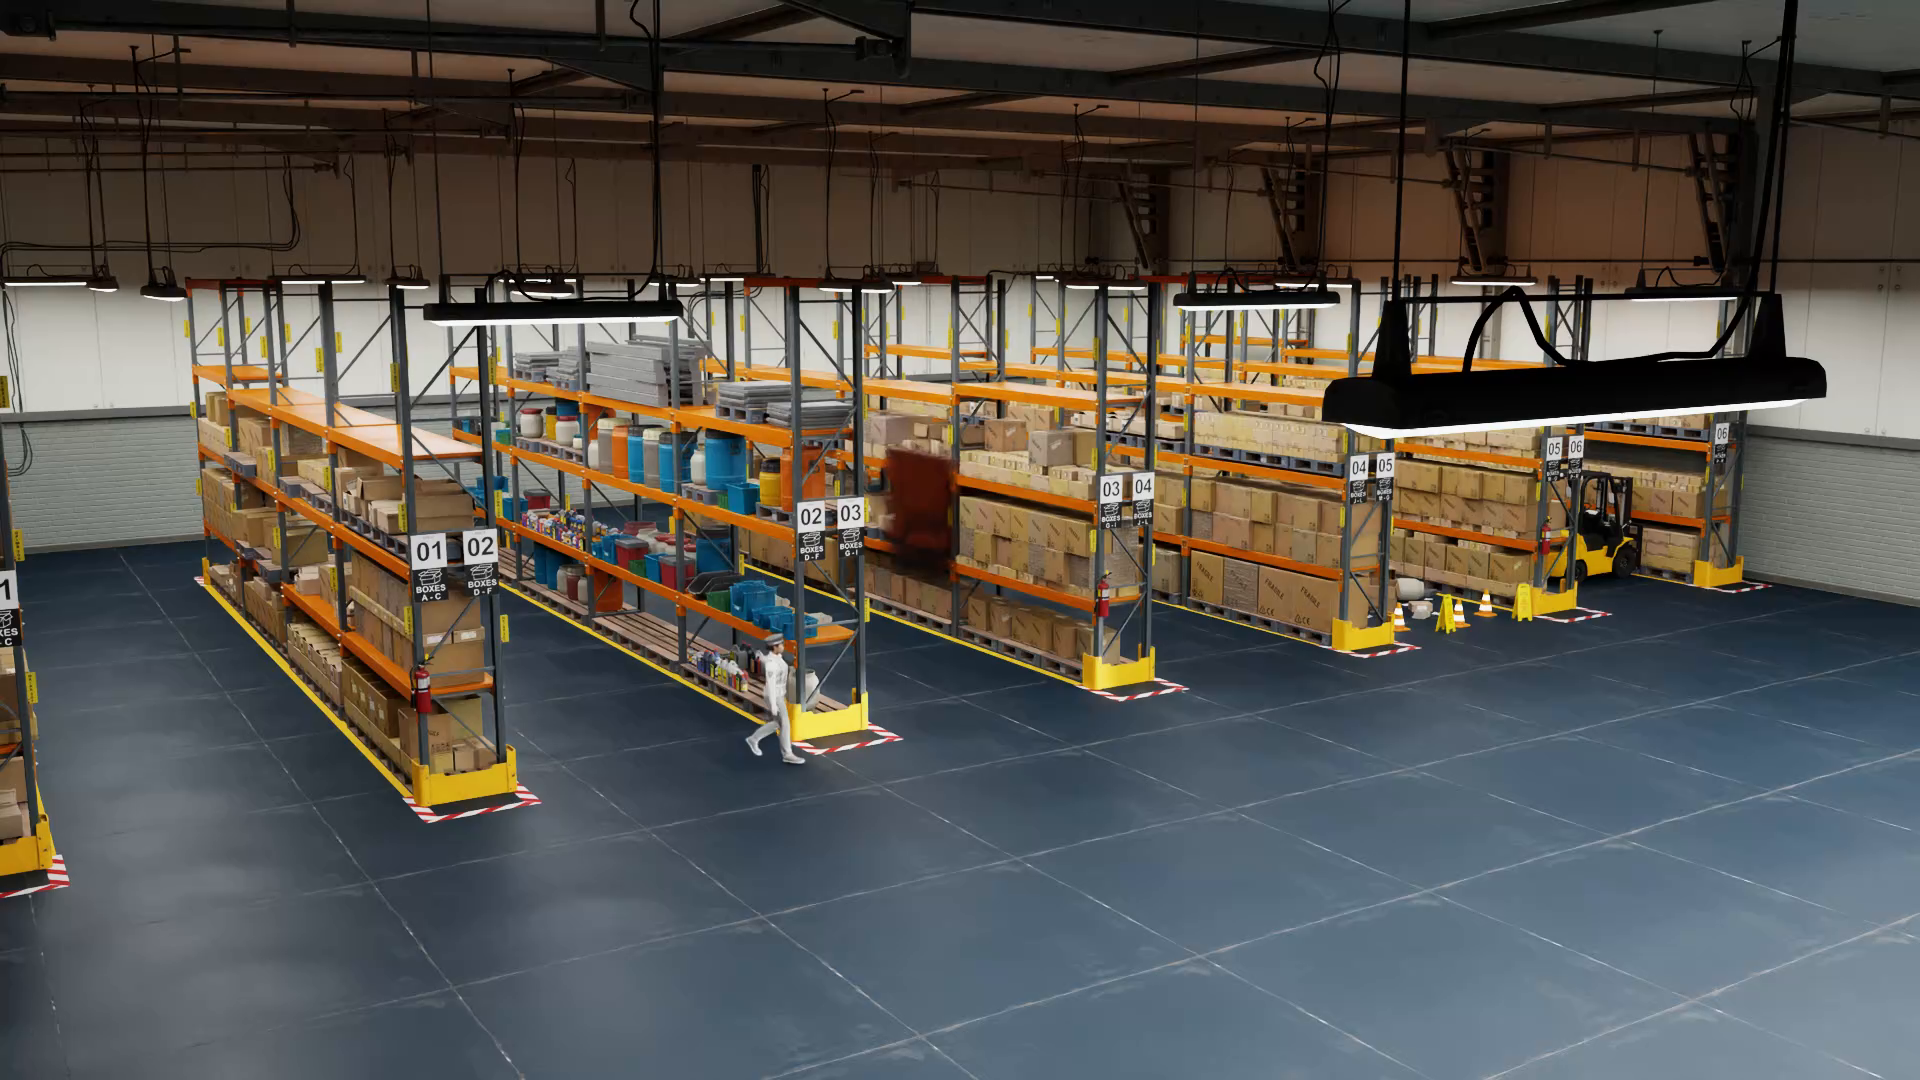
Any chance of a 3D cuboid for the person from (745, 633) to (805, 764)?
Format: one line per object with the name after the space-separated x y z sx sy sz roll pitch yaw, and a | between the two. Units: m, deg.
-2.356 1.992 21.114 0.770 1.655 0.535 0 10 1 | person
